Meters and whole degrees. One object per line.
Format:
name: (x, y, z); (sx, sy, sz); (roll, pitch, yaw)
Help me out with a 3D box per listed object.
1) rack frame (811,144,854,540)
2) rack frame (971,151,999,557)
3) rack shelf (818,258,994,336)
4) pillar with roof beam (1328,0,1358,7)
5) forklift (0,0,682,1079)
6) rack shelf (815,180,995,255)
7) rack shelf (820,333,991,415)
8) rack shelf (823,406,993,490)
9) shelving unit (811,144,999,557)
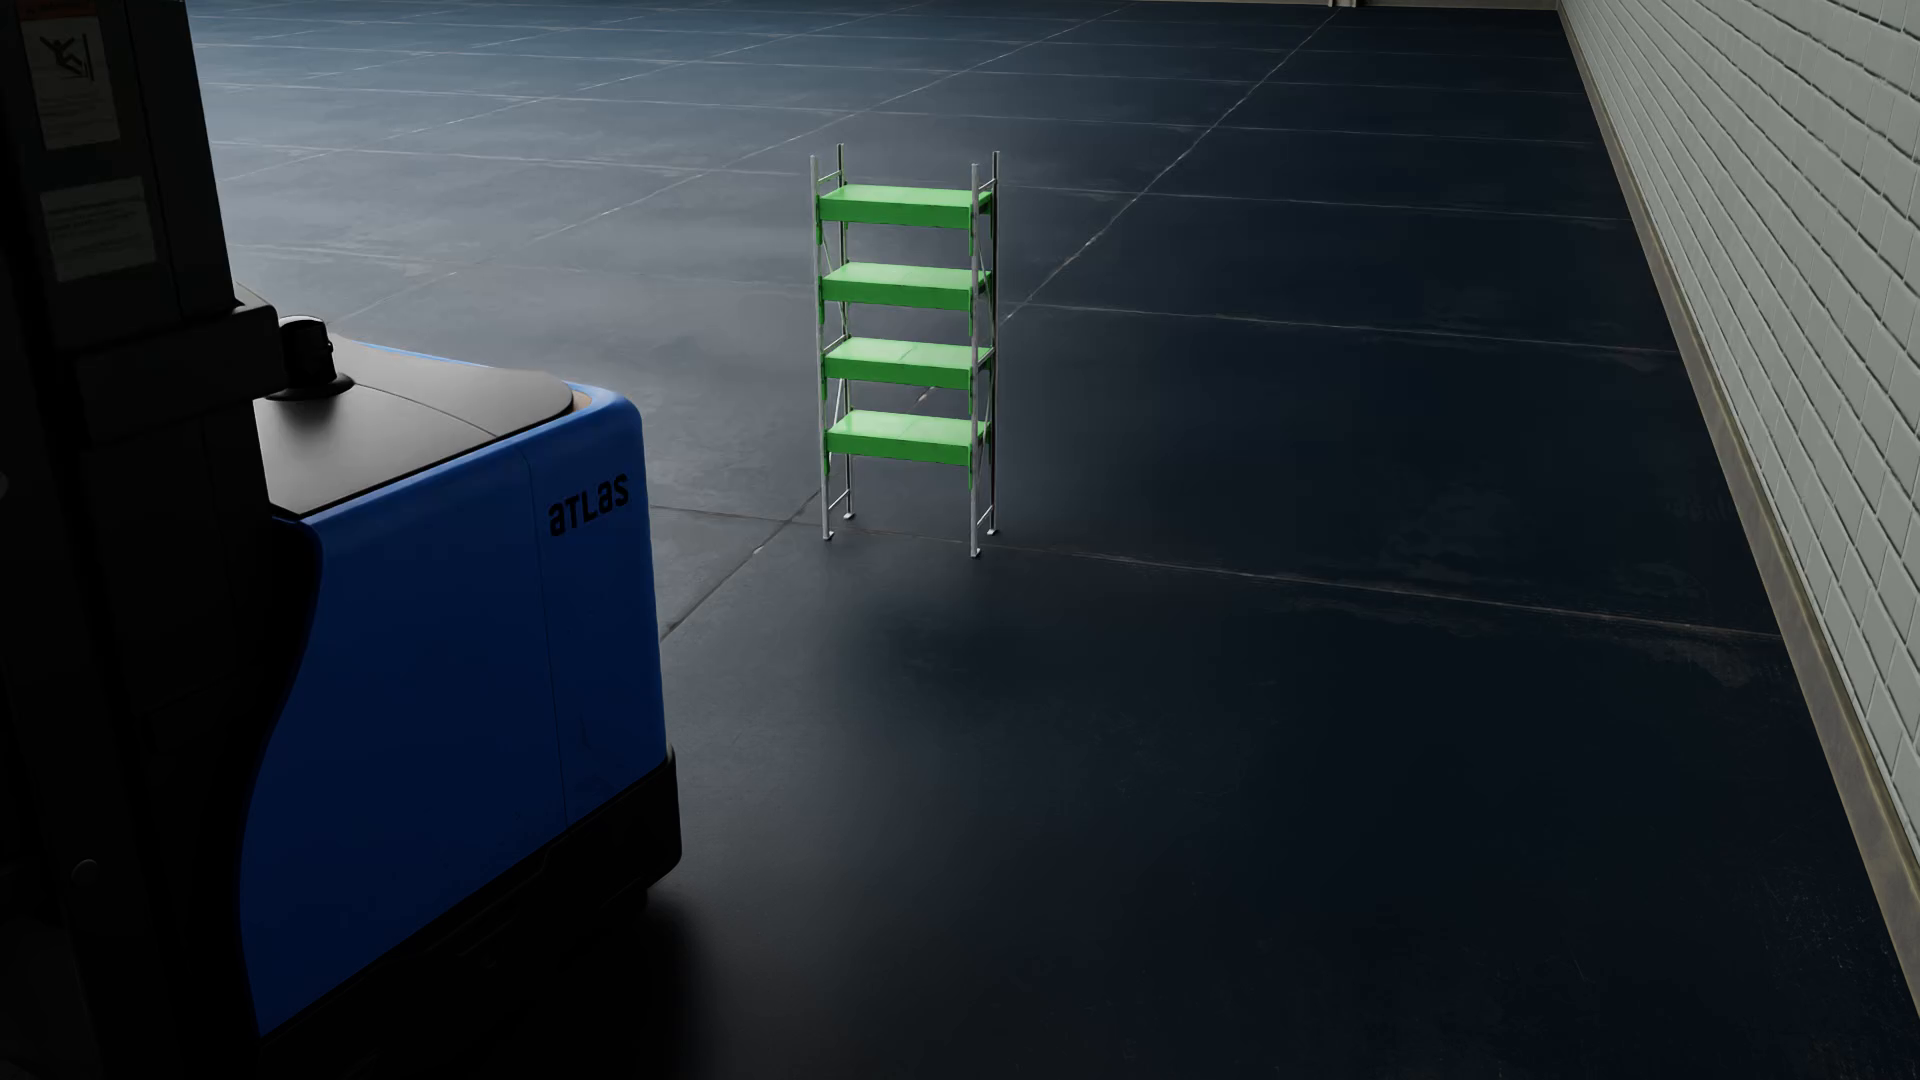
rack frame: (-0.392, -0.600, 5.152); (0.015, 1.200, 0.240); (7, 23, 16)
rack frame: (0.075, -0.547, 5.021); (0.015, 1.200, 0.240); (7, 23, 16)
rack shelf: (-0.158, -0.736, 5.020); (0.480, 0.148, 0.258); (7, 23, 16)
pillar with roof beam: (4.353, -10.403, 18.773); (0.400, 9.000, 9.100); (7, 23, 16)
forklift: (-1.750, -0.244, 2.002); (1.130, 2.935, 3.031); (12, 25, 27)
rack shelf: (-0.158, -0.958, 4.929); (0.480, 0.148, 0.258); (7, 23, 16)
rack shelf: (-0.158, -0.514, 5.111); (0.480, 0.148, 0.258); (7, 23, 16)
rack shelf: (-0.158, -0.292, 5.202); (0.480, 0.148, 0.258); (7, 23, 16)
shelving unit: (-0.158, -0.573, 5.087); (0.503, 1.200, 0.258); (7, 23, 16)
